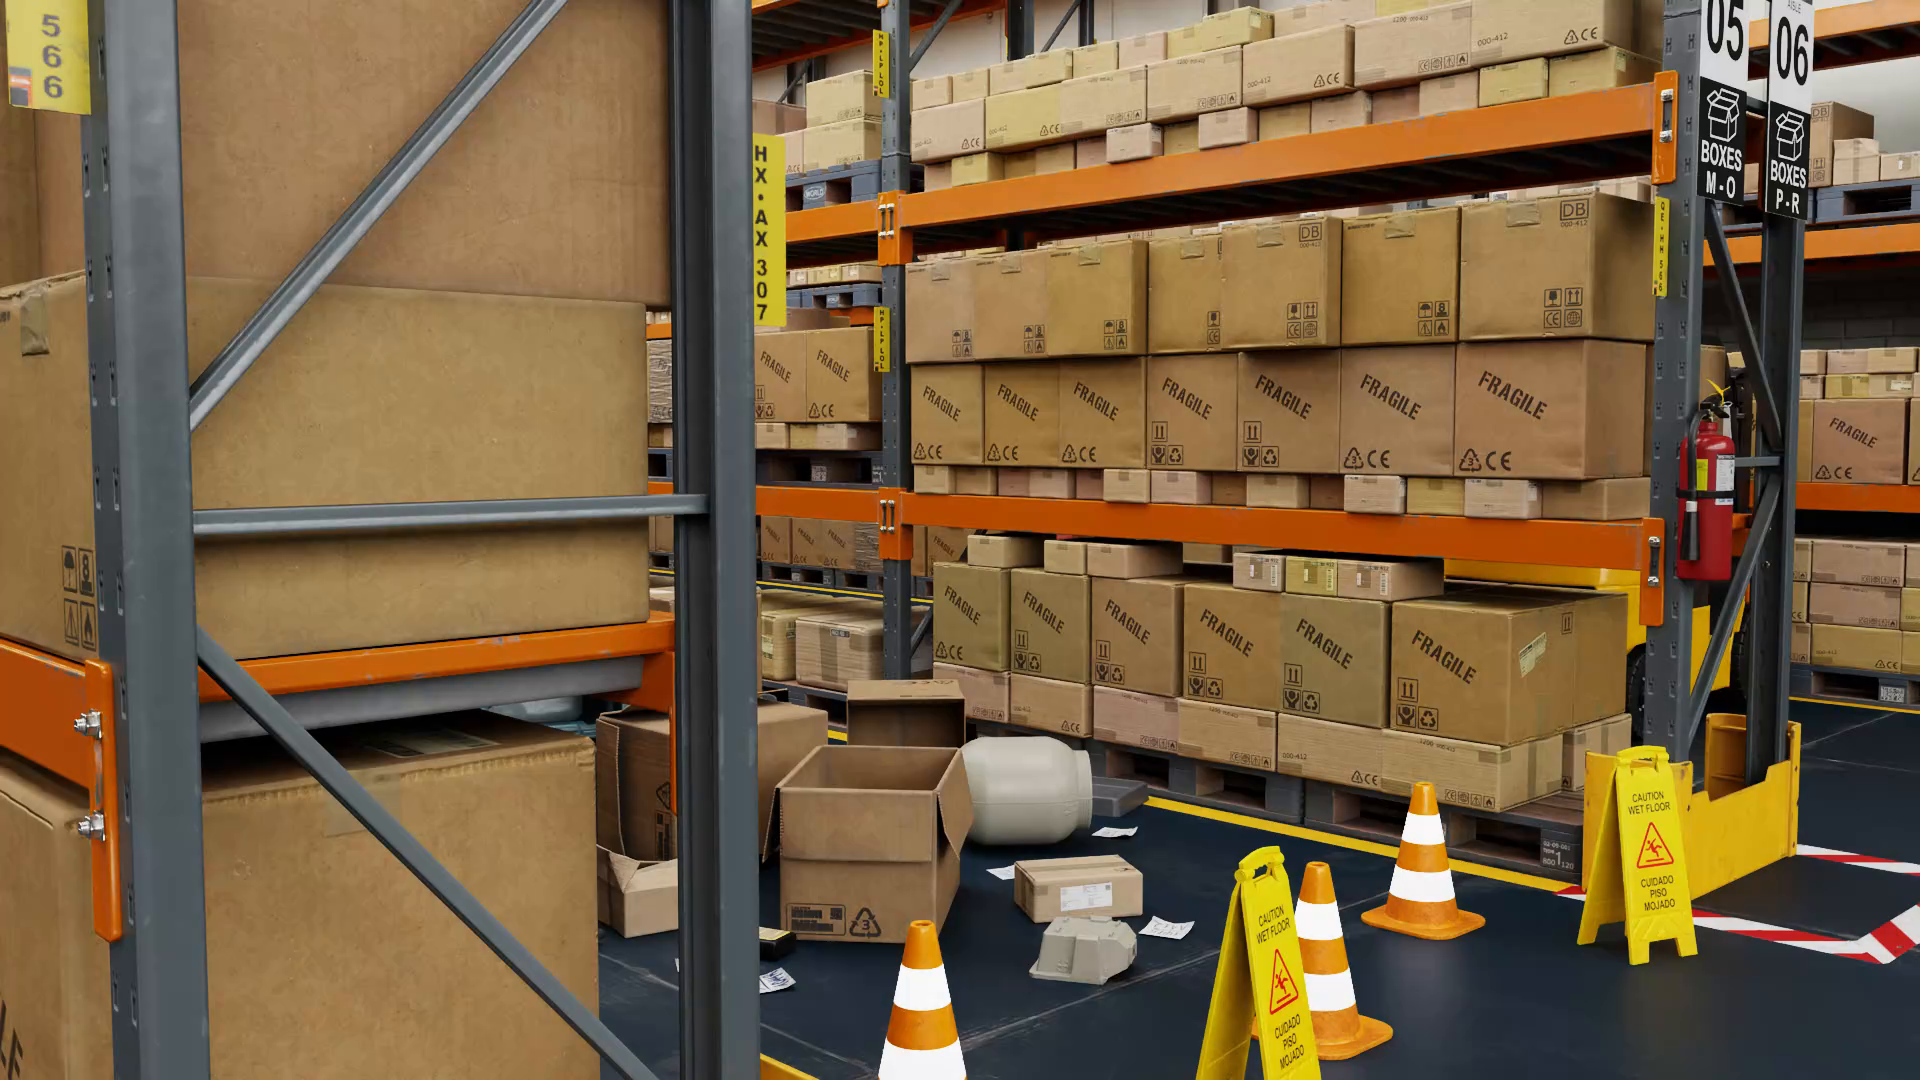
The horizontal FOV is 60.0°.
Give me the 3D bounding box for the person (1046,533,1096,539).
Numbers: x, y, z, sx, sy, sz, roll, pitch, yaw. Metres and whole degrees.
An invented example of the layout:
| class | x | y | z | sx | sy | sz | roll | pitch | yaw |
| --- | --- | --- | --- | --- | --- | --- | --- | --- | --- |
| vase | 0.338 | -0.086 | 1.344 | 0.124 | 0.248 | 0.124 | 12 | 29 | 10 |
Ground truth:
| class | x | y | z | sx | sy | sz | roll | pitch | yaw |
| --- | --- | --- | --- | --- | --- | --- | --- | --- | --- |
| person | 0.655 | 0.365 | 11.605 | 0.924 | 0.979 | 0.528 | 4 | 5 | 44 |
